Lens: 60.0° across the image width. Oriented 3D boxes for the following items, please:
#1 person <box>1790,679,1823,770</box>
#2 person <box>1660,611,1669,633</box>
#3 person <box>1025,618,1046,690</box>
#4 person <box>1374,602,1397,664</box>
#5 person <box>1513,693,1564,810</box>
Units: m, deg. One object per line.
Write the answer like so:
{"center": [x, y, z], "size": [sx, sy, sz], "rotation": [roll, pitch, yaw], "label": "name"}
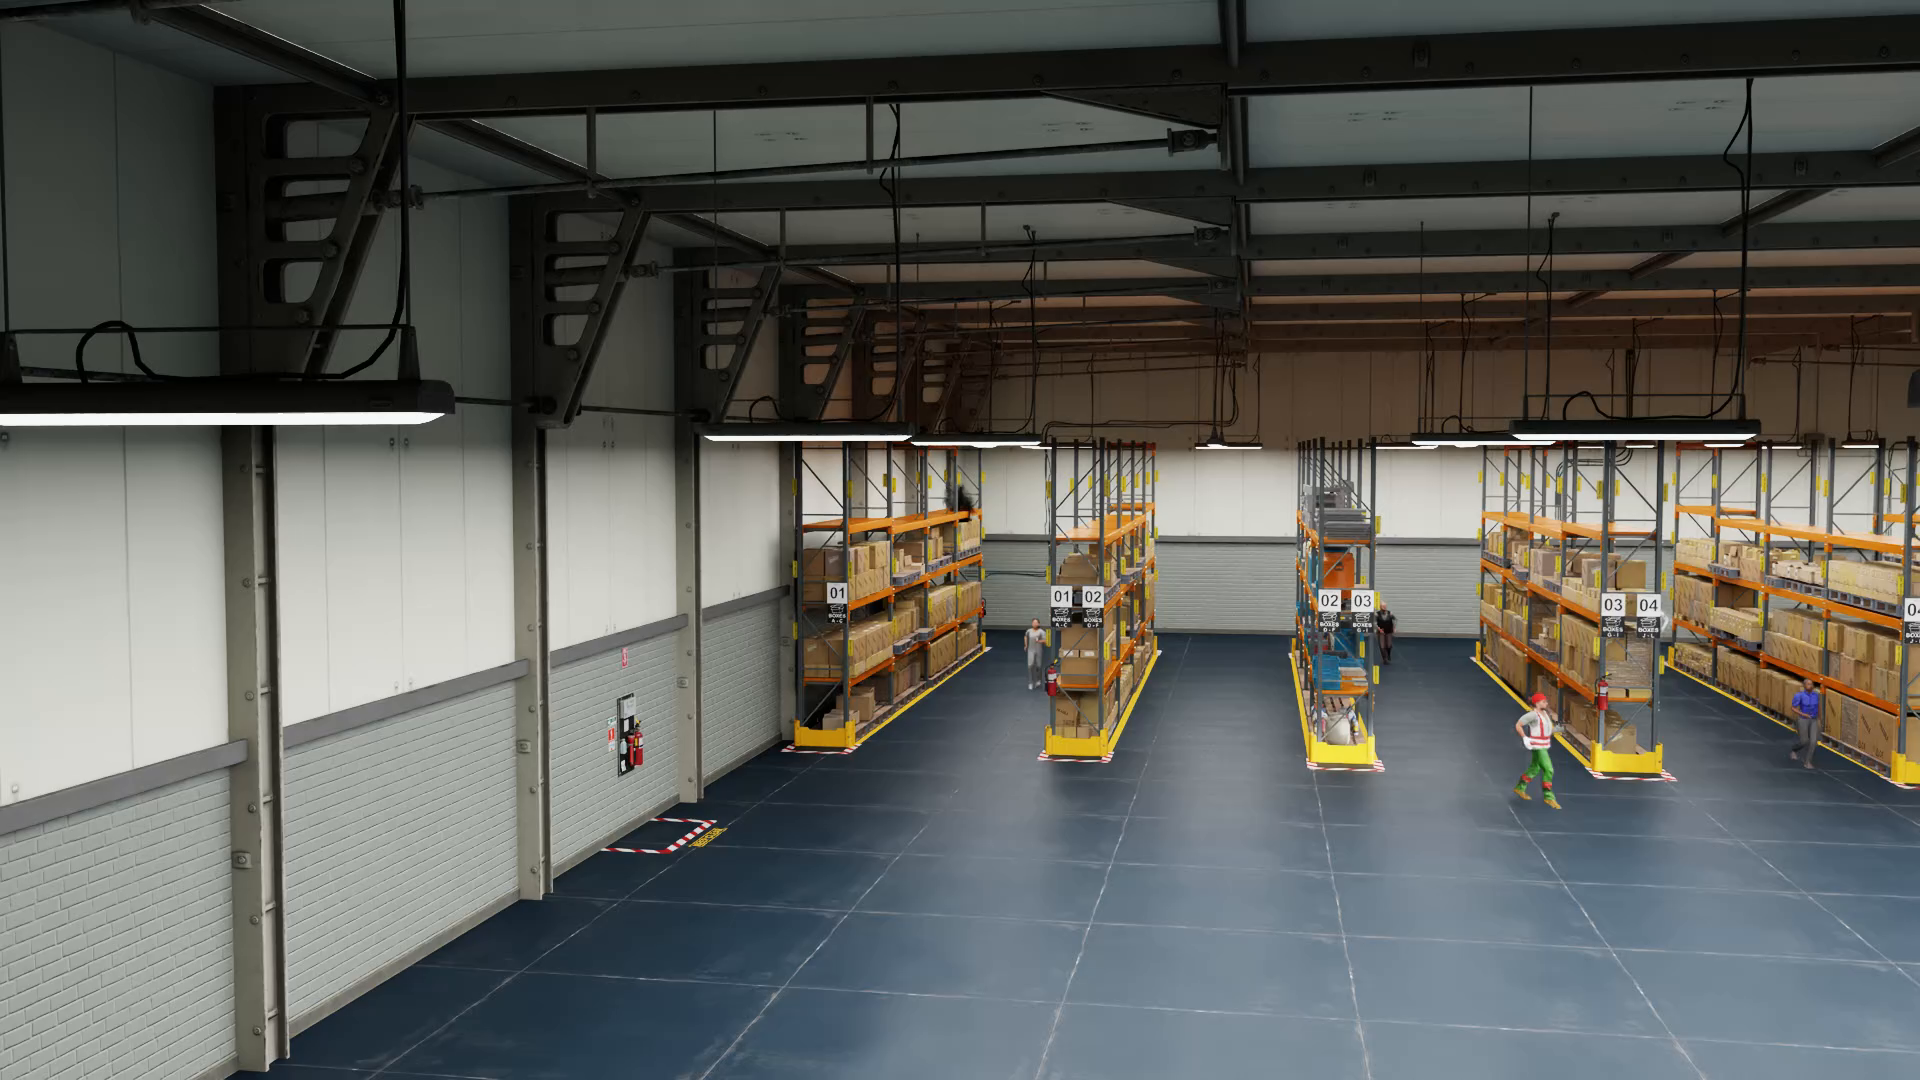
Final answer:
{"center": [15.360, 3.320, 30.169], "size": [0.578, 1.607, 0.684], "rotation": [0, 3, 0], "label": "person"}
{"center": [19.007, 2.487, 45.588], "size": [0.753, 1.709, 0.681], "rotation": [-2, 4, -31], "label": "person"}
{"center": [1.821, 2.744, 40.292], "size": [0.543, 1.705, 0.840], "rotation": [0, 3, 7], "label": "person"}
{"center": [11.446, 2.515, 44.839], "size": [0.670, 1.673, 0.544], "rotation": [1, 3, 12], "label": "person"}
{"center": [9.364, 3.386, 26.888], "size": [0.838, 1.830, 0.656], "rotation": [3, 4, 40], "label": "person"}
